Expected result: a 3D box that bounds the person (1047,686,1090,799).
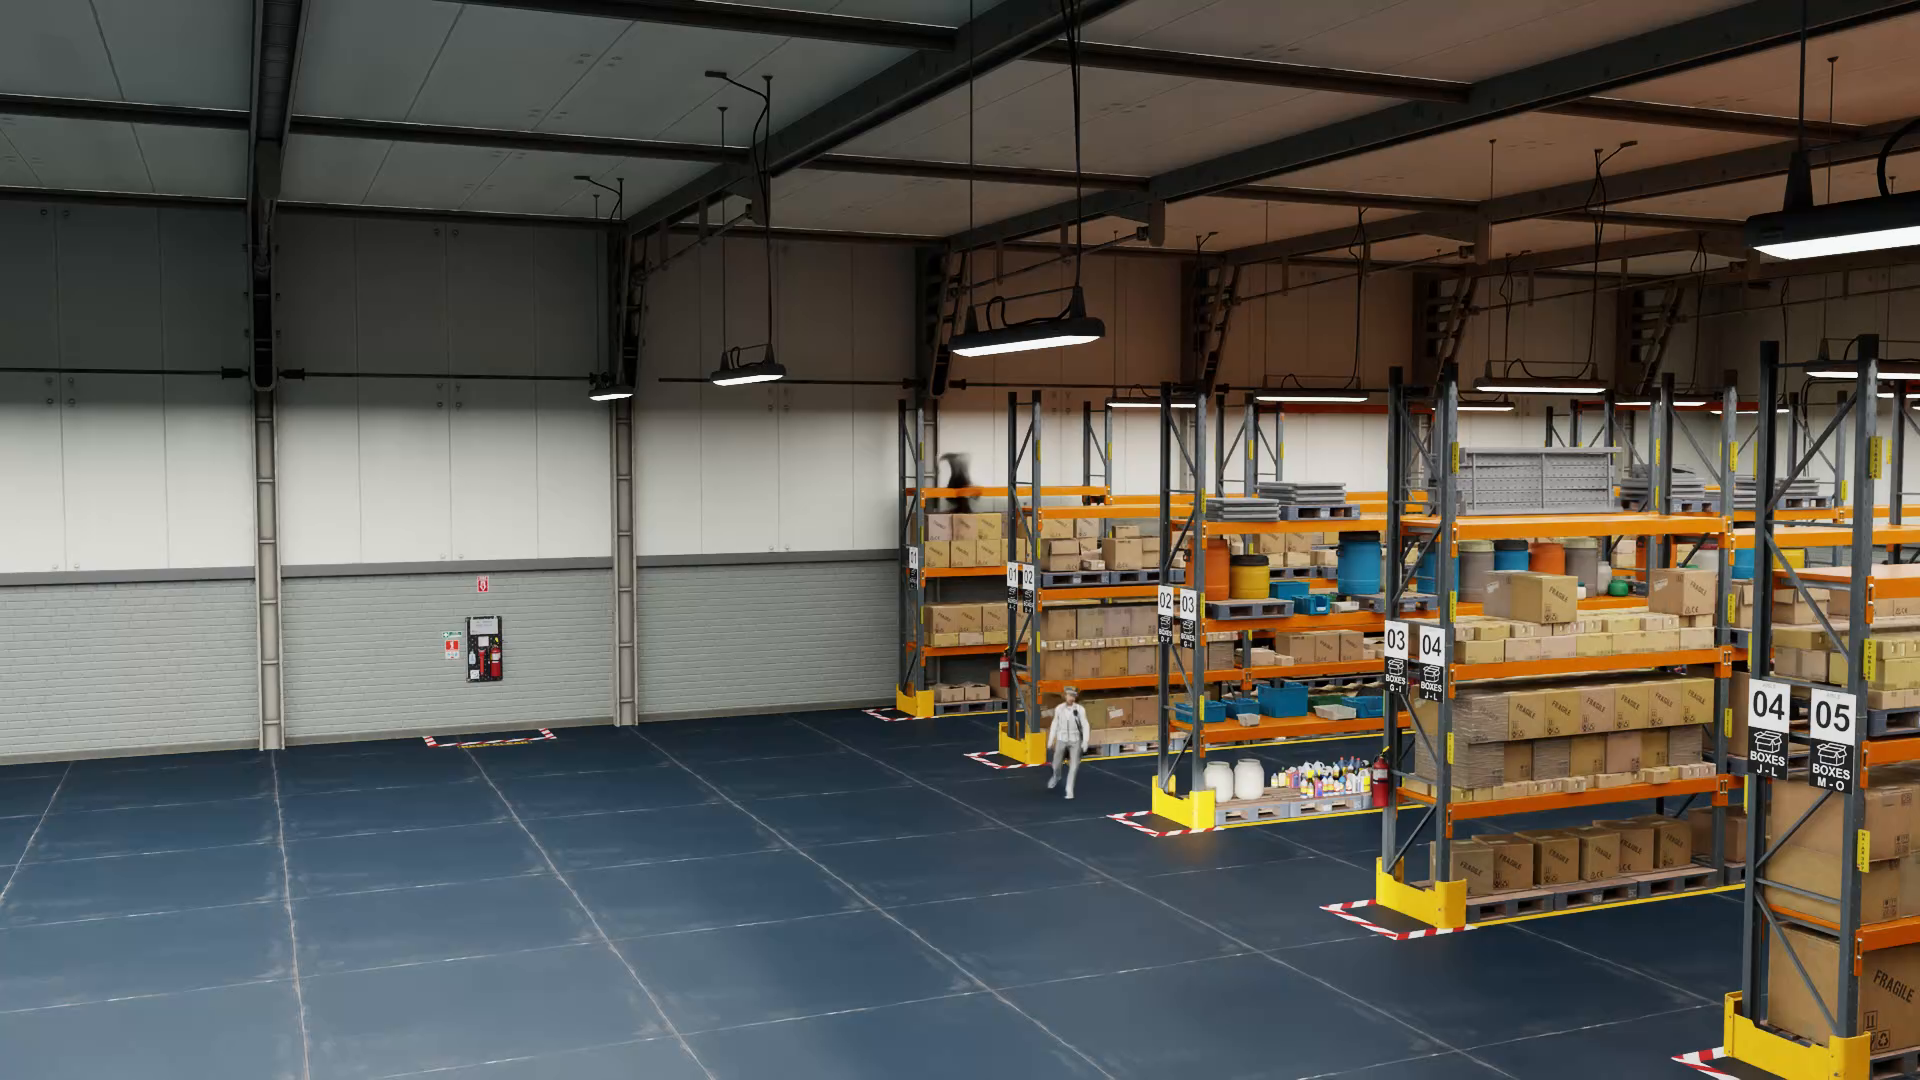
[{"bbox_3d":[1.577,2.922,24.202,0.639,1.651,0.658,0,3,7],"label":"person"}]
